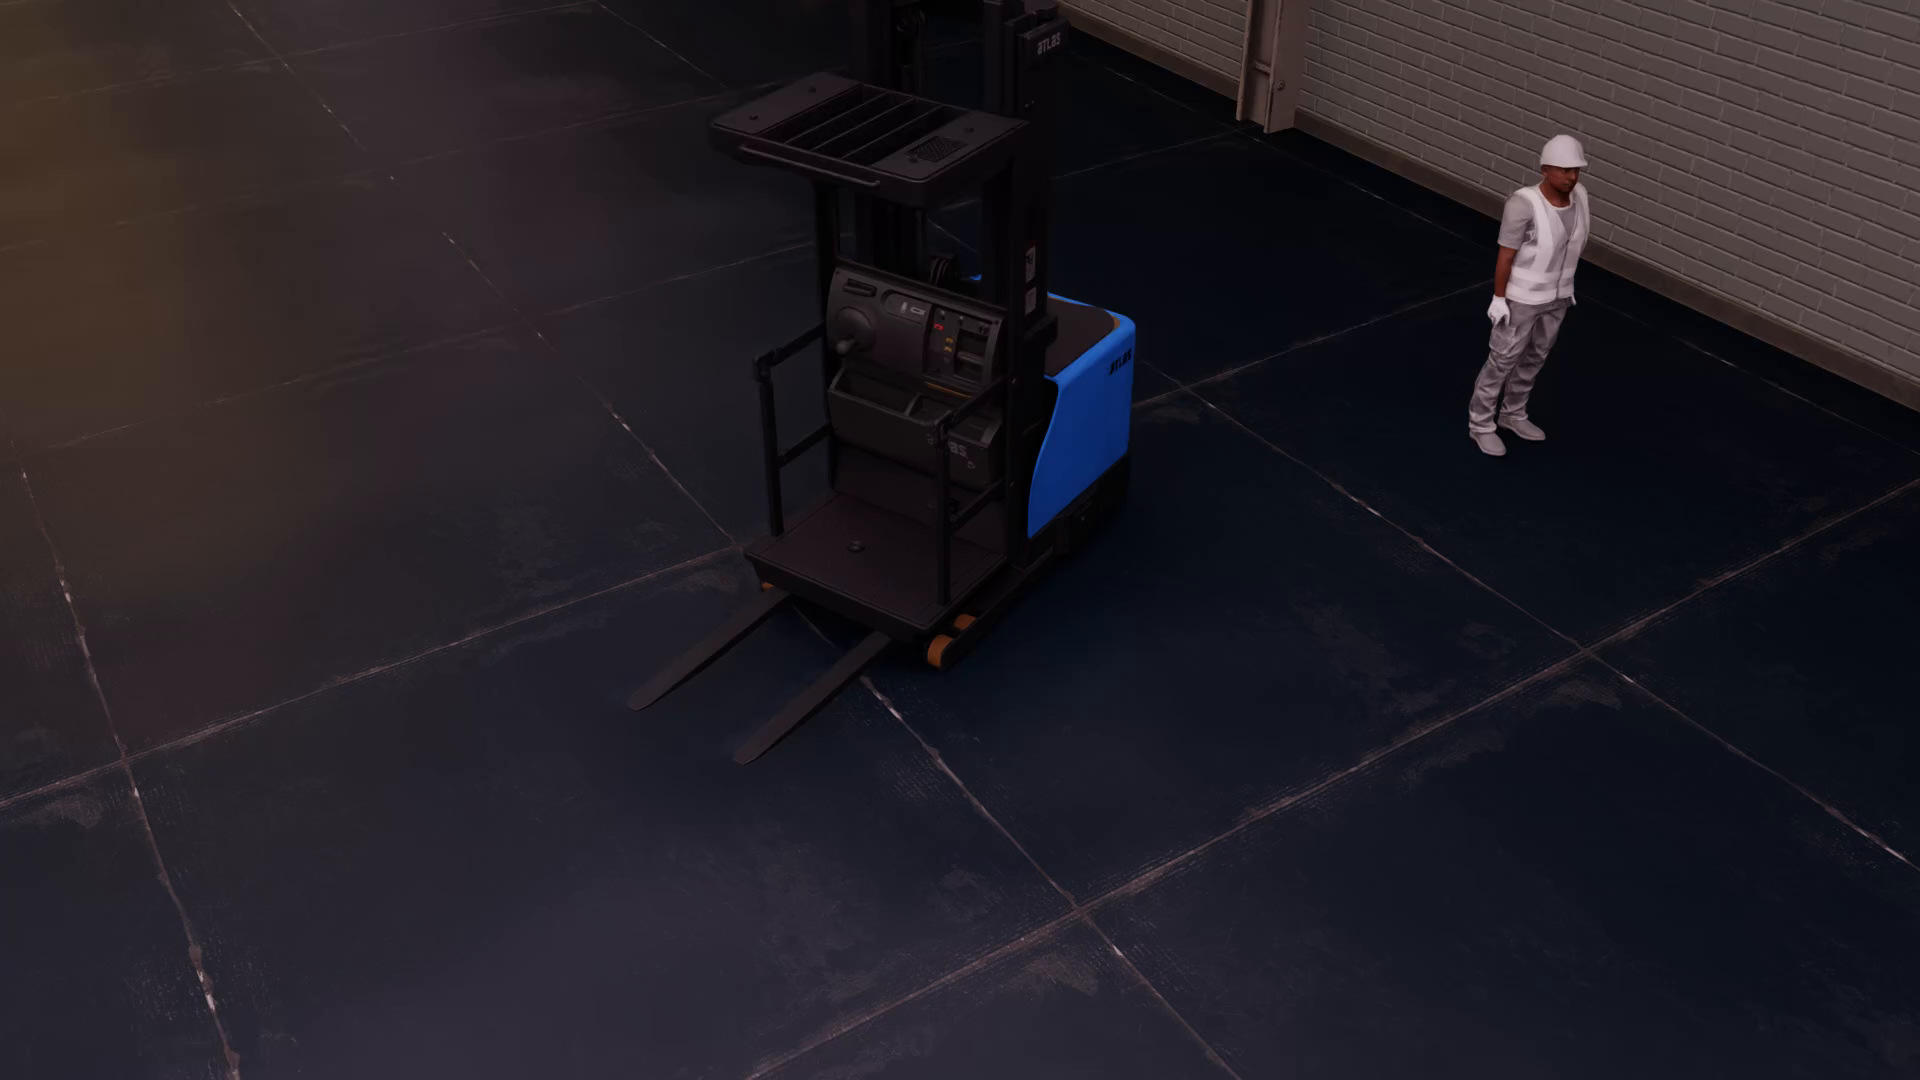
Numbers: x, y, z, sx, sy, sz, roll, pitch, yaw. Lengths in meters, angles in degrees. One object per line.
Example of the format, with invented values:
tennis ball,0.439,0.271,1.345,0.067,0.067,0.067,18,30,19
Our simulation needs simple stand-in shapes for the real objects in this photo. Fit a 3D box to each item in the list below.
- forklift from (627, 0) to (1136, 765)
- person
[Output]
forklift,-0.335,-0.902,7.431,1.130,2.935,3.031,21,40,27
person,3.126,-1.327,9.032,0.566,1.789,0.370,-17,39,-23
